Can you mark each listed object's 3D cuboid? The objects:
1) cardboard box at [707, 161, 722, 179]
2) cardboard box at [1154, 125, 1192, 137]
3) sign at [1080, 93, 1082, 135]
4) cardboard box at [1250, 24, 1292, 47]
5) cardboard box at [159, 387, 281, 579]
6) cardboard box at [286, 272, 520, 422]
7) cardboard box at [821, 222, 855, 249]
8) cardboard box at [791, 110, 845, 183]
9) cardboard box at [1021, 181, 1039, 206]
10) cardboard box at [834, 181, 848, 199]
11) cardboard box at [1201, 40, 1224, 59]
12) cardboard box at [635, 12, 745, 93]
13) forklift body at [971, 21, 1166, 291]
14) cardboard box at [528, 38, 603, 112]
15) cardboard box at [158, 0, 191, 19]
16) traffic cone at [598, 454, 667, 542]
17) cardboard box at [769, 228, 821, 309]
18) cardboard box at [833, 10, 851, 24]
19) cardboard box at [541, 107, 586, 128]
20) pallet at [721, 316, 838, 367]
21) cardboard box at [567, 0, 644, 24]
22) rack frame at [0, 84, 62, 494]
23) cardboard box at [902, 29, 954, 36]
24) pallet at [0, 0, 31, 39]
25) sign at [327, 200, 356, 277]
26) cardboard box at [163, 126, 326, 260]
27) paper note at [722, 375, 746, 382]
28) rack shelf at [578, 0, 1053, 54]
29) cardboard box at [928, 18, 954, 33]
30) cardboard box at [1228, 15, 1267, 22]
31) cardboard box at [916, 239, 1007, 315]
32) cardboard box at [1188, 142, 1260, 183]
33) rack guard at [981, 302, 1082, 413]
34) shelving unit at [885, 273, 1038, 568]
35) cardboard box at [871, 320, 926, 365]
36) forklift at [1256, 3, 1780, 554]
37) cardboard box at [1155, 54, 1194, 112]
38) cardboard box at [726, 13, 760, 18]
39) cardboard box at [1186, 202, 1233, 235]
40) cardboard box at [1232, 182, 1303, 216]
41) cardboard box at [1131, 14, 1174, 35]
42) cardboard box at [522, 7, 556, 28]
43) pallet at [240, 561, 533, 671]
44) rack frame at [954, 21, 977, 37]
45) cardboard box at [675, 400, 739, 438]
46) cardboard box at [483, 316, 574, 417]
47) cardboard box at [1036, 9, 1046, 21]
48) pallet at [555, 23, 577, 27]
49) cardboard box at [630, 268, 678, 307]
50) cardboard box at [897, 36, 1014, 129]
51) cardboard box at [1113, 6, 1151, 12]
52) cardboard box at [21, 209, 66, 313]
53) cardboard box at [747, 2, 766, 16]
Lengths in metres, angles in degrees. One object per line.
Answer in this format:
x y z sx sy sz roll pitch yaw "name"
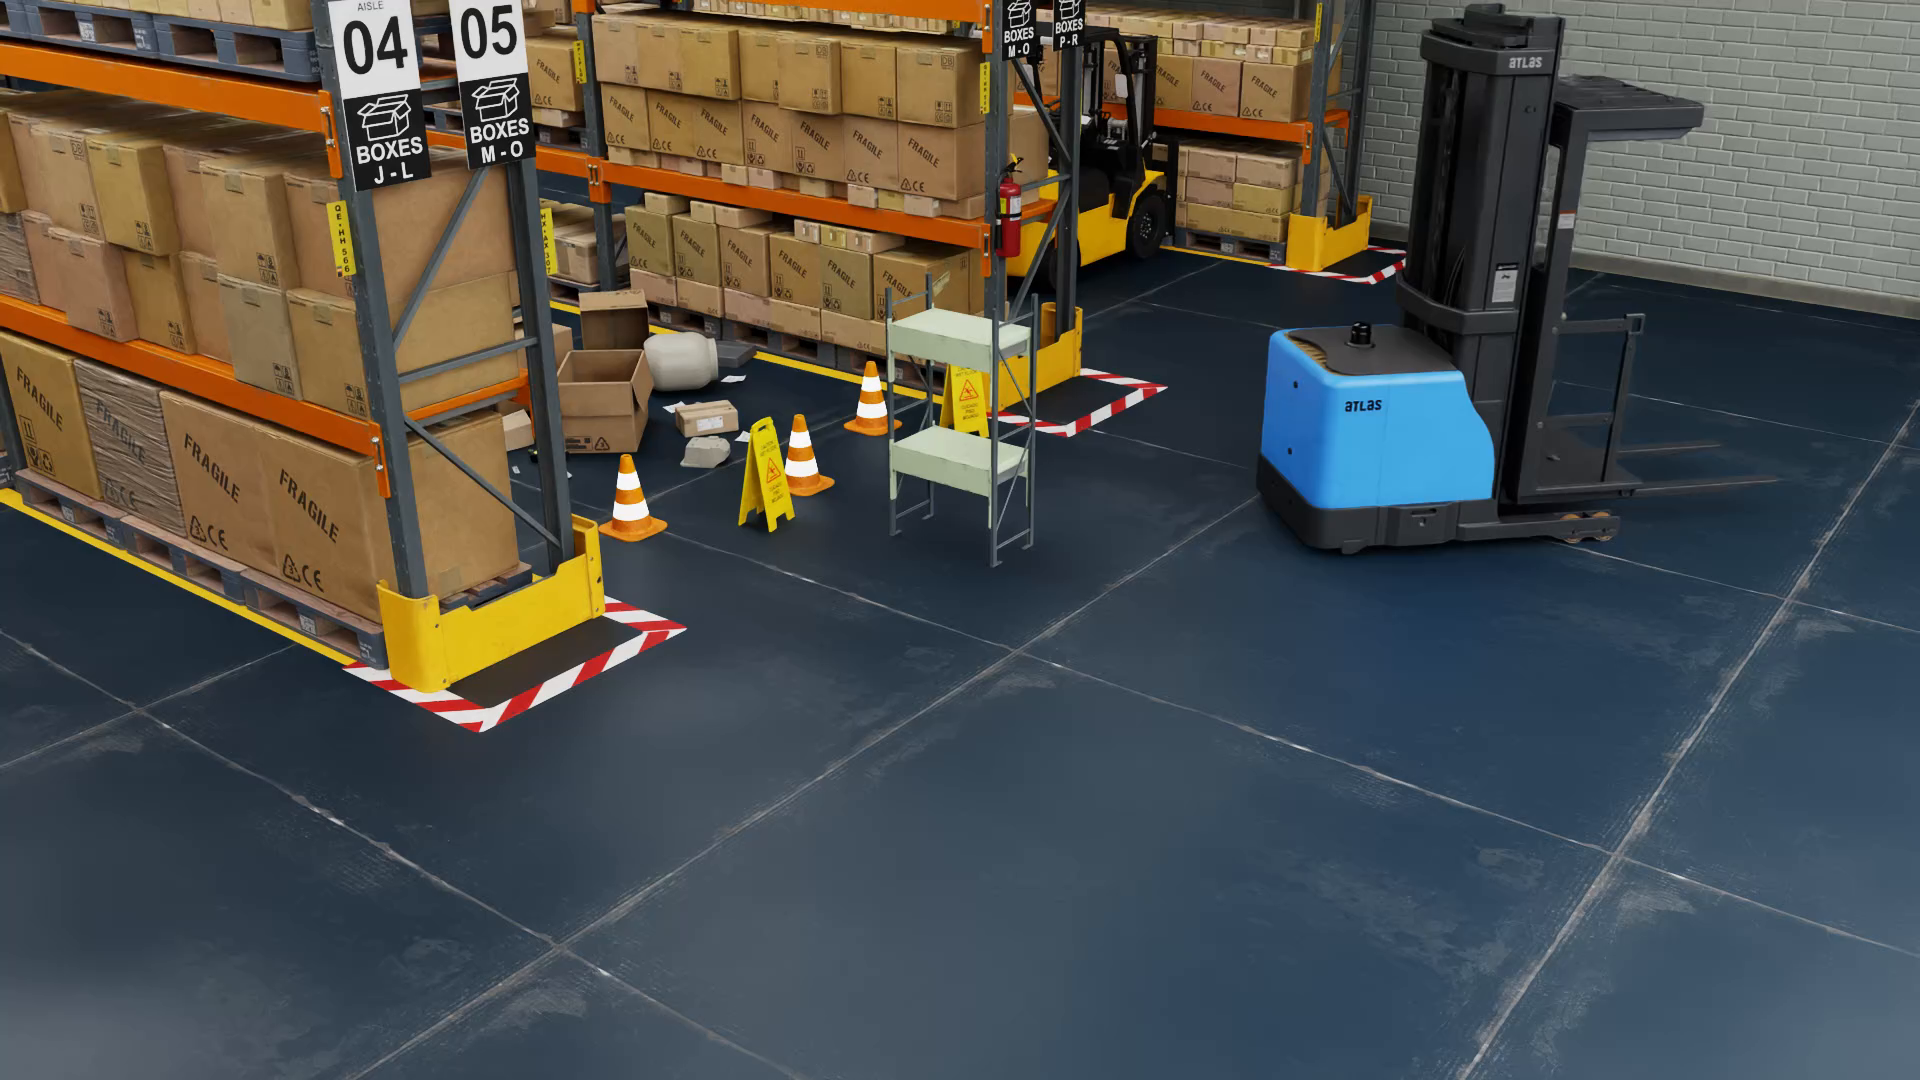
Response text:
-1.755 -2.925 12.979 0.250 0.149 0.380 17 29 33 "cardboard box"
2.014 -4.017 16.797 0.500 0.250 0.500 16 28 32 "cardboard box"
0.839 -3.047 11.873 0.005 0.325 0.100 17 29 33 "sign"
2.858 -4.625 15.230 0.250 0.149 0.380 17 29 33 "cardboard box"
-3.662 -0.429 9.118 0.875 0.875 0.875 16 29 32 "cardboard box"
-2.699 -0.998 8.110 0.550 0.550 0.875 17 29 33 "cardboard box"
-0.818 -2.289 12.379 0.250 0.149 0.380 17 29 34 "cardboard box"
-0.883 -2.945 12.221 0.500 0.500 0.500 17 29 33 "cardboard box"
0.366 -2.510 12.038 0.250 0.149 0.380 17 29 33 "cardboard box"
-0.721 -2.637 12.326 0.250 0.149 0.380 17 29 34 "cardboard box"
2.457 -4.613 15.571 0.250 0.149 0.380 17 29 33 "cardboard box"
-2.070 -3.776 12.867 0.500 0.500 0.700 17 29 34 "cardboard box"
0.876 -3.560 15.162 1.214 2.155 2.313 17 29 33 "forklift body"
-3.195 -3.855 13.766 0.500 0.500 0.500 16 29 32 "cardboard box"
-3.453 -2.506 7.663 0.250 0.149 0.380 17 29 34 "cardboard box"
-1.948 -0.280 9.812 0.334 0.463 0.336 17 29 33 "traffic cone"
-1.104 -2.112 12.783 0.500 0.500 0.500 16 28 32 "cardboard box"
-1.160 -5.699 18.035 0.250 0.149 0.380 17 29 34 "cardboard box"
-3.265 -3.556 13.891 0.250 0.149 0.380 17 29 34 "cardboard box"
-1.149 -1.722 13.395 1.213 0.211 1.003 17 29 33 "pallet"
-4.331 -6.588 20.332 0.637 0.503 0.797 16 28 32 "cardboard box"
-5.575 -1.822 10.165 0.127 3.000 1.000 17 29 33 "rack frame"
-0.260 -5.242 17.494 0.500 0.250 0.500 16 28 32 "cardboard box"
-4.927 -2.953 9.121 1.213 0.211 1.003 17 29 33 "pallet"
-2.711 -1.321 7.299 0.005 0.325 0.100 17 29 33 "sign"
-3.510 -1.802 8.595 0.550 0.550 0.875 17 29 33 "cardboard box"
-1.696 -1.213 12.466 0.148 0.019 0.142 7 25 15 "paper note"
-1.087 -4.003 12.288 4.000 0.370 1.077 17 29 33 "rack shelf"
-0.120 -5.399 17.356 0.250 0.149 0.380 18 29 35 "cardboard box"
2.749 -4.905 15.866 0.250 0.149 0.380 17 29 34 "cardboard box"
0.014 -2.043 12.626 0.500 0.500 0.500 16 28 32 "cardboard box"
2.520 -3.602 15.855 0.500 0.250 0.500 17 29 34 "cardboard box"
0.452 -1.351 12.195 0.348 0.500 1.175 17 29 33 "rack guard"
0.005 -0.685 9.444 0.755 1.500 0.431 17 29 33 "shelving unit"
-0.314 -1.525 12.379 0.500 0.250 0.500 17 29 33 "cardboard box"
3.399 -1.528 9.584 3.031 2.935 1.130 -4 24 -9 "forklift"
2.116 -4.411 15.917 0.500 0.500 0.500 16 29 32 "cardboard box"
-2.306 -5.866 18.908 0.500 0.250 0.500 18 29 35 "cardboard box"
2.529 -3.147 16.063 0.500 0.250 0.500 17 29 33 "cardboard box"
2.910 -3.258 15.694 0.500 0.250 0.500 16 29 33 "cardboard box"
1.843 -4.945 15.955 0.250 0.149 0.380 17 29 34 "cardboard box"
-3.783 -4.572 14.587 0.250 0.149 0.380 19 30 36 "cardboard box"
-3.061 0.253 8.913 1.213 0.211 1.003 17 29 33 "pallet"
0.286 -5.046 17.482 0.127 3.000 1.000 17 29 33 "rack frame"
-1.747 -0.837 11.464 0.380 0.149 0.250 -10 26 -21 "cardboard box"
-3.164 -1.227 11.743 0.503 0.637 0.797 17 29 33 "cardboard box"
0.836 -5.259 16.668 0.250 0.149 0.380 16 29 32 "cardboard box"
-4.473 -6.394 20.780 1.213 0.211 1.003 17 29 33 "pallet"
-2.377 -2.148 13.793 0.500 0.250 0.500 15 28 31 "cardboard box"
-0.026 -3.169 11.488 0.500 0.500 0.700 16 28 32 "cardboard box"
1.728 -5.225 16.590 0.250 0.149 0.380 16 29 33 "cardboard box"
-4.819 -1.679 9.656 0.550 0.550 0.875 17 29 33 "cardboard box"
-2.184 -6.006 18.734 0.250 0.149 0.380 17 29 34 "cardboard box"
